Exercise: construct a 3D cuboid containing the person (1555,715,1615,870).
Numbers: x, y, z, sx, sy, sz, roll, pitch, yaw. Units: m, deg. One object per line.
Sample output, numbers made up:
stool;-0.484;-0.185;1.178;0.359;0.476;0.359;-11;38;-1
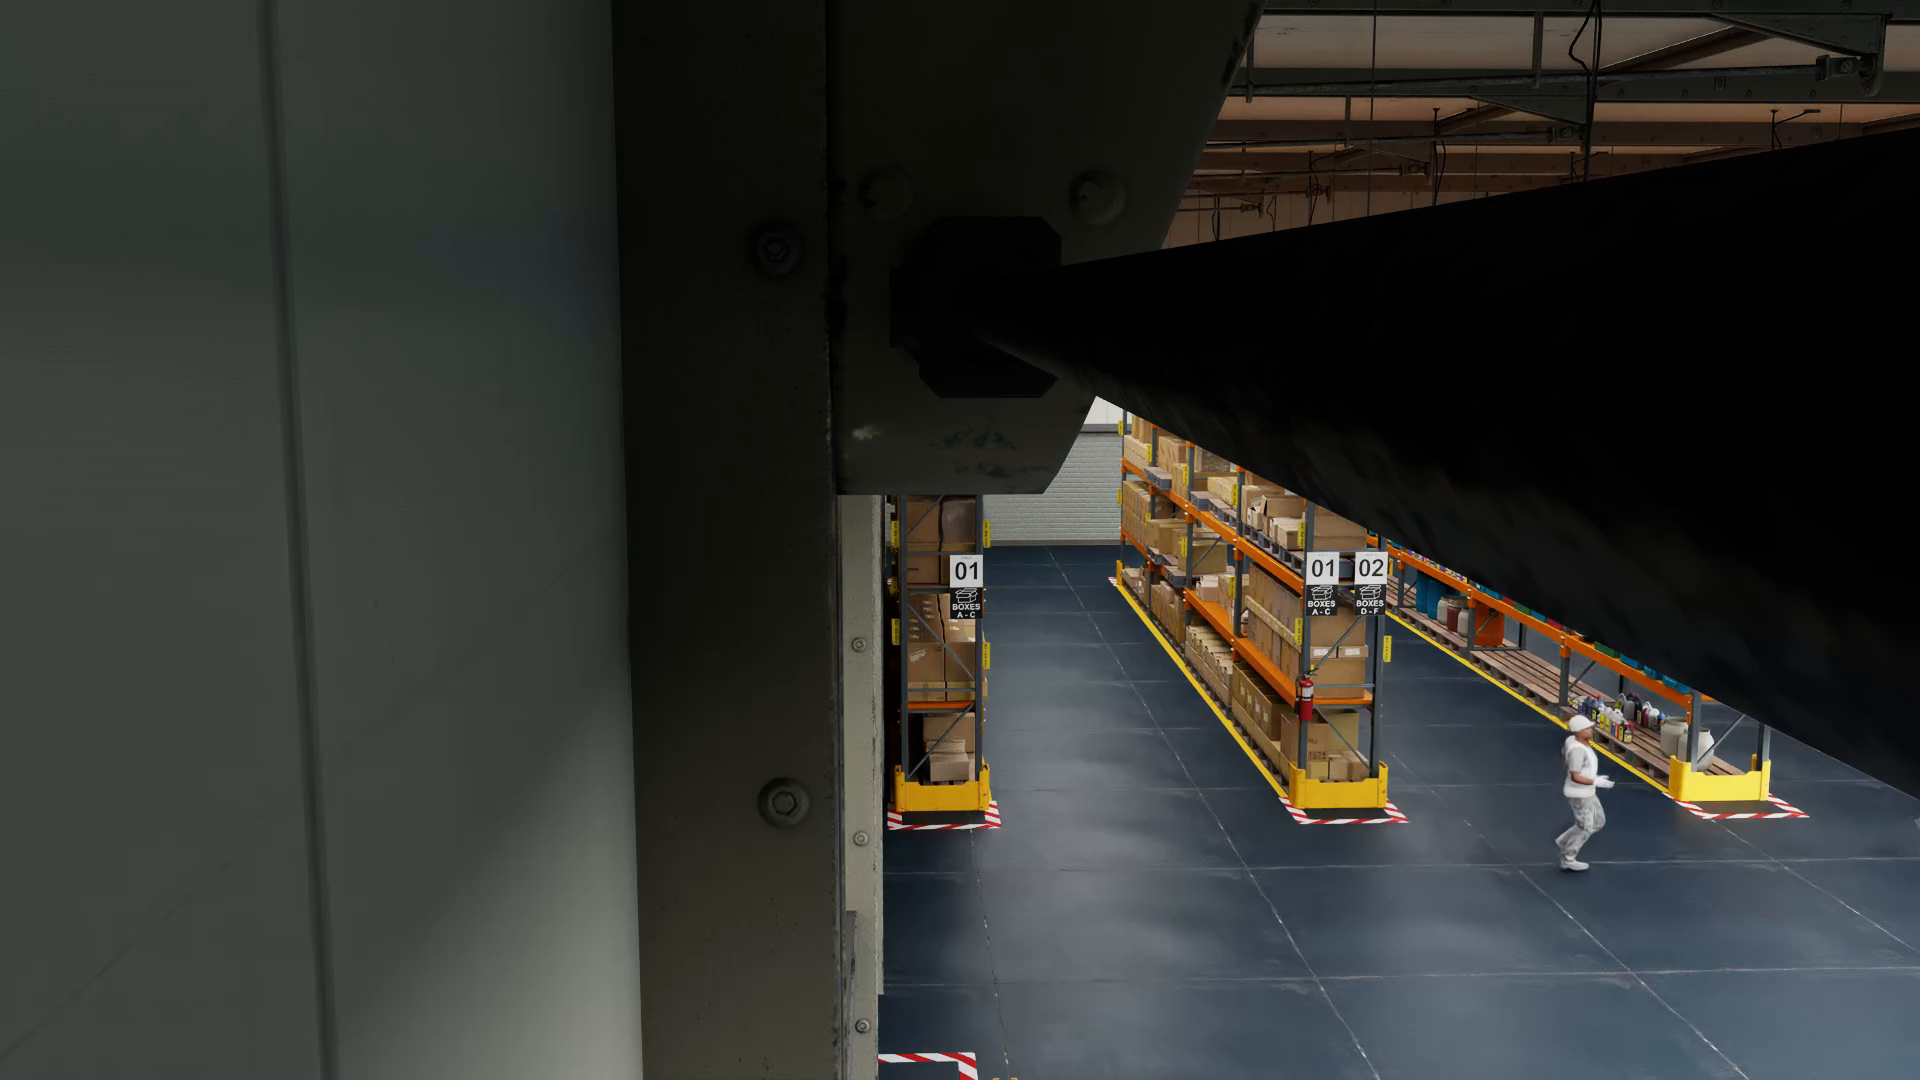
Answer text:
person;6.880;2.781;18.288;0.591;1.737;0.664;4;9;23
